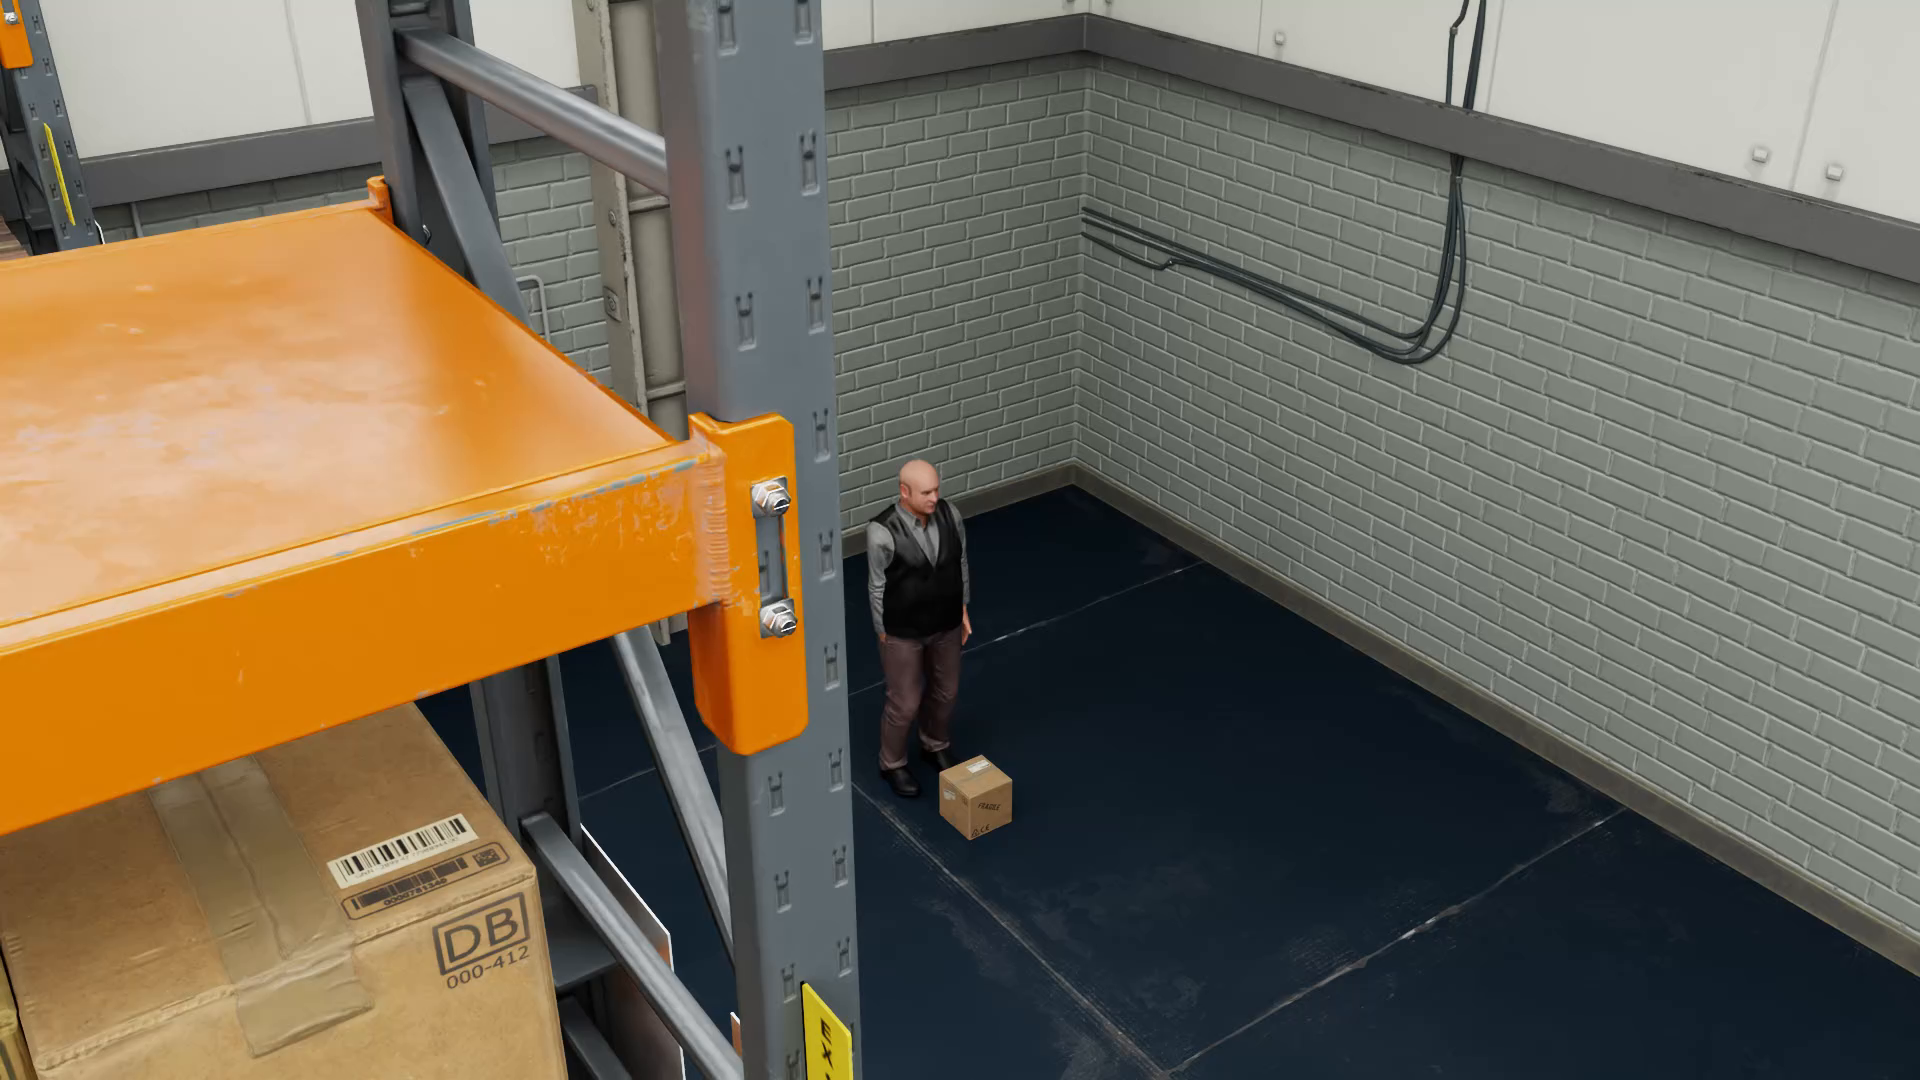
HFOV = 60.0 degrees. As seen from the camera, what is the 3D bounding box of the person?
[{"bbox_3d":[-0.178,0.405,7.912,0.533,1.716,0.360,-18,33,-30],"label":"person"}]
